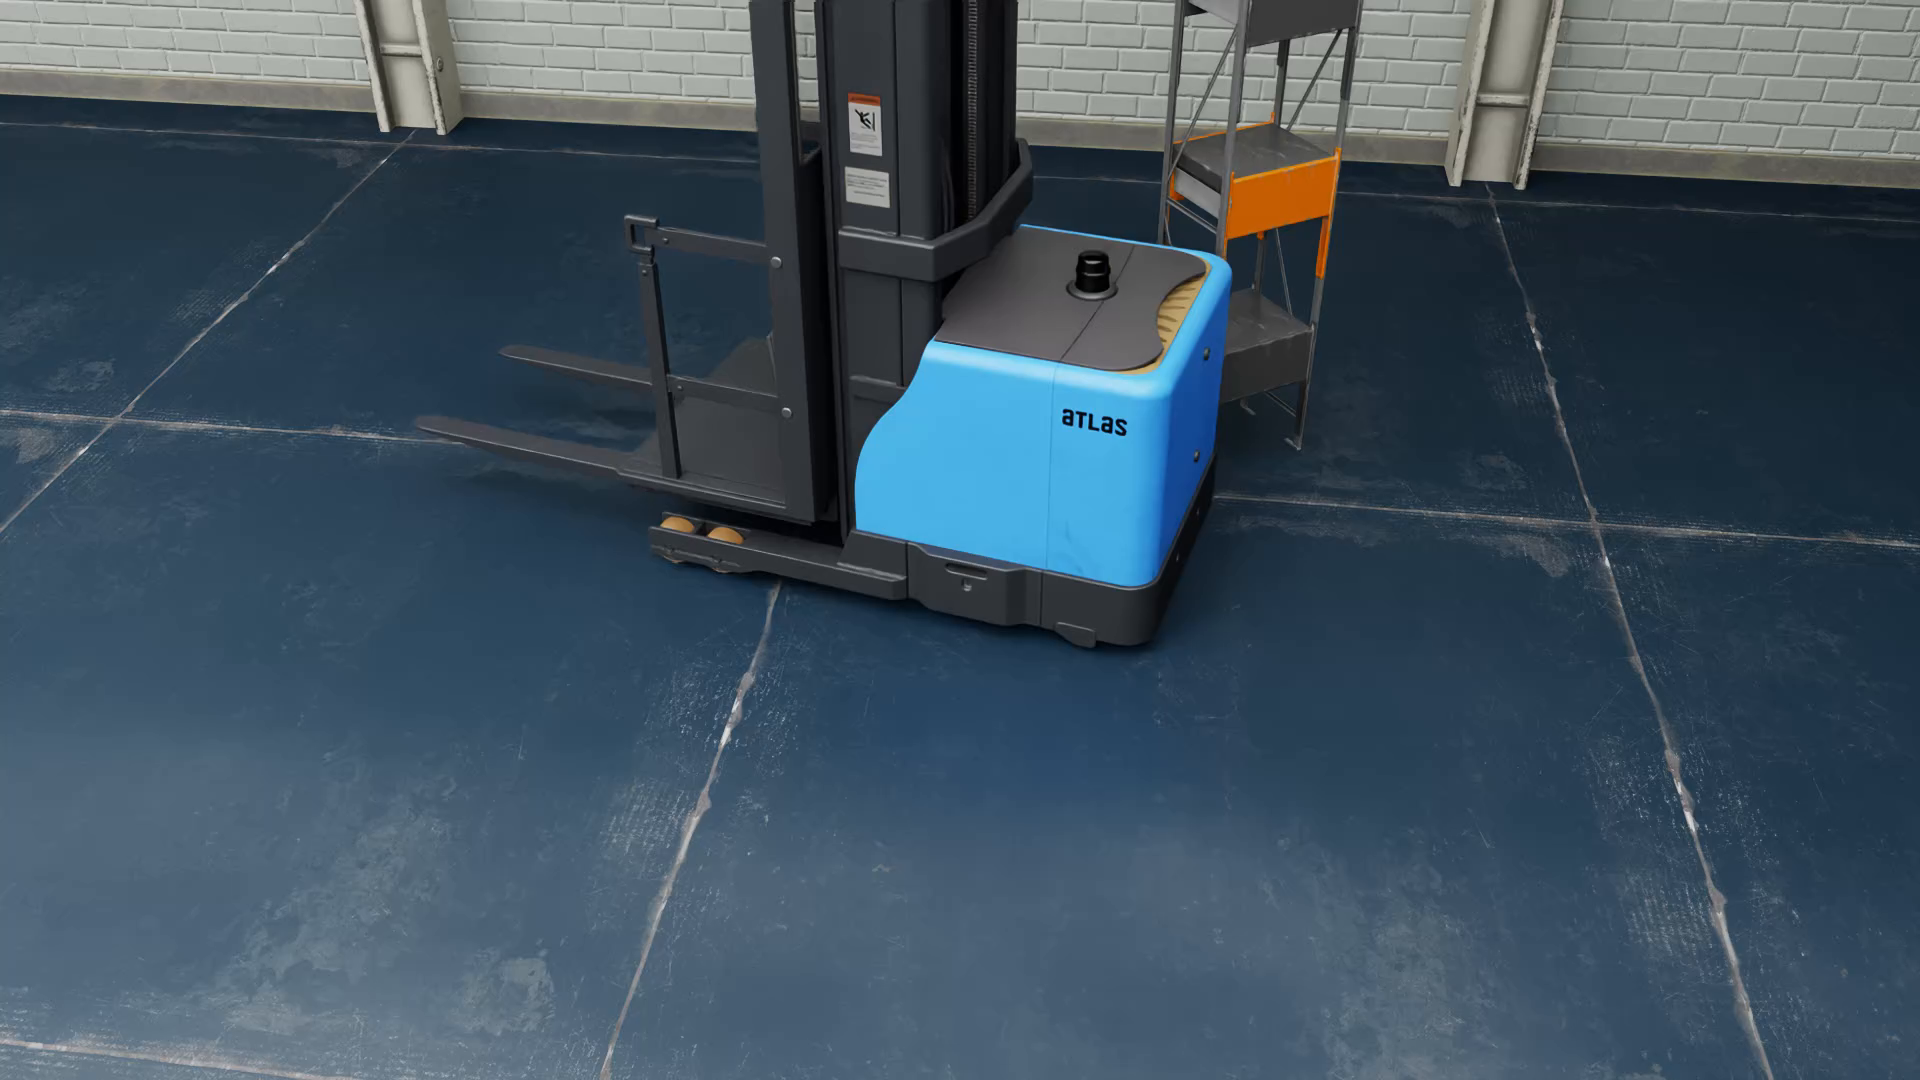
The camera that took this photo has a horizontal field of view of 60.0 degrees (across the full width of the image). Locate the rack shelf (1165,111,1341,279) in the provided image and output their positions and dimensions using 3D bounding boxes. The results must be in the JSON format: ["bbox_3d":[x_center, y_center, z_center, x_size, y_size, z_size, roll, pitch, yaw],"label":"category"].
[{"bbox_3d":[1.069,-1.242,6.206,0.480,0.518,0.431,-17,39,-22],"label":"rack shelf"}]

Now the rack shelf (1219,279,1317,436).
[{"bbox_3d":[1.069,-0.672,6.613,0.480,0.518,0.431,-17,39,-22],"label":"rack shelf"}]

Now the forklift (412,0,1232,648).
[{"bbox_3d":[-0.610,-1.346,5.614,3.031,2.935,1.130,12,37,16],"label":"forklift"}]

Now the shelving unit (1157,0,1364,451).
[{"bbox_3d":[1.069,-1.253,6.198,0.503,2.100,0.431,-17,39,-22],"label":"shelving unit"}]

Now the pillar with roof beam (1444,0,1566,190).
[{"bbox_3d":[2.293,-3.155,2.924,0.400,9.000,9.100,4,36,6],"label":"pillar with roof beam"}]

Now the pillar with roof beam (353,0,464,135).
[{"bbox_3d":[-3.658,-3.599,3.546,0.400,9.000,9.100,4,36,6],"label":"pillar with roof beam"}]

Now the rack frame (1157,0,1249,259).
[{"bbox_3d":[0.853,-1.187,6.106,0.015,2.100,0.400,-17,39,-22],"label":"rack frame"}]

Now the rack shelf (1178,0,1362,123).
[{"bbox_3d":[1.069,-1.812,5.800,0.480,0.518,0.431,-17,39,-22],"label":"rack shelf"}]

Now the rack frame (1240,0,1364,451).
[{"bbox_3d":[1.285,-1.319,6.291,0.015,2.100,0.400,-17,39,-22],"label":"rack frame"}]
